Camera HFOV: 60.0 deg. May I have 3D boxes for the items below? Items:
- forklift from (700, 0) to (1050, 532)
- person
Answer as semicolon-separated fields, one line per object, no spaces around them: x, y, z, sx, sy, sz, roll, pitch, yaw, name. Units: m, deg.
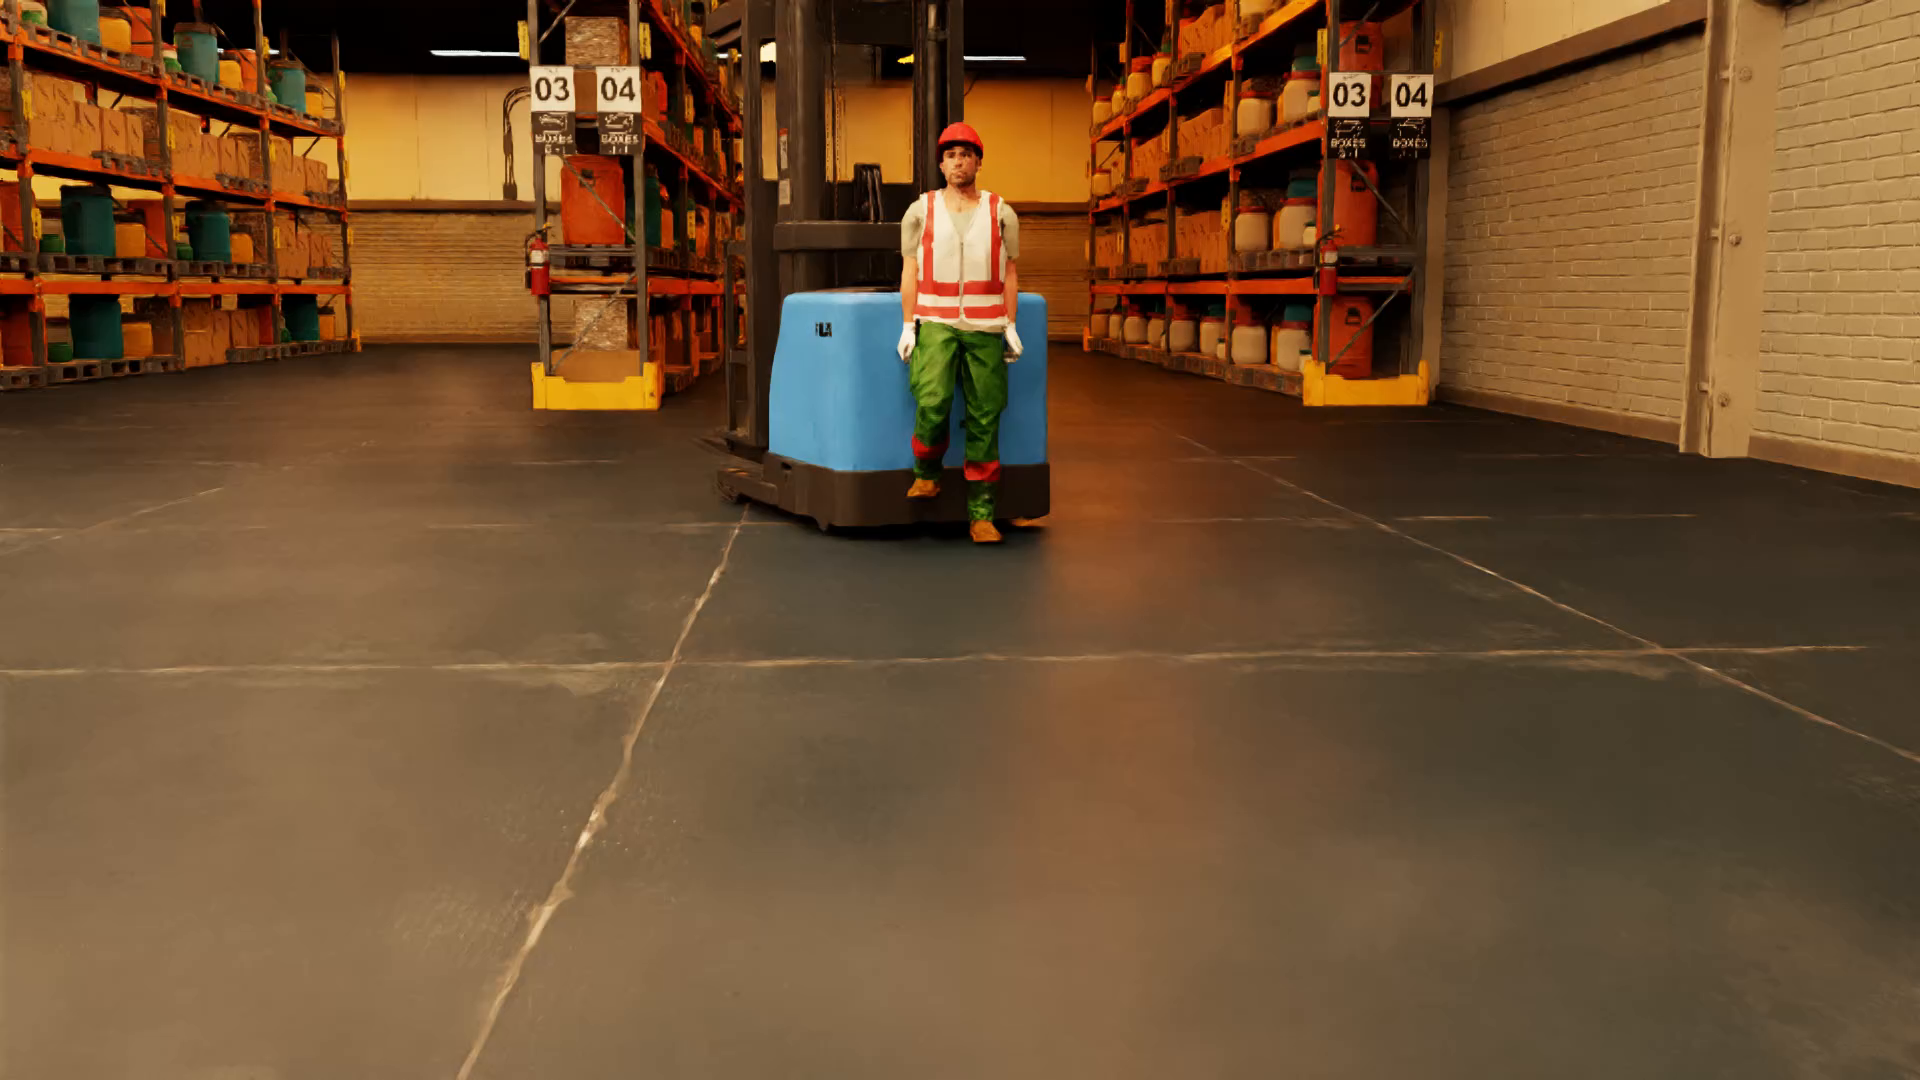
-0.640;-1.665;8.542;1.130;2.935;3.031;-4;9;-23;forklift
0.006;-0.874;7.096;0.540;1.794;0.484;-1;8;-4;person
